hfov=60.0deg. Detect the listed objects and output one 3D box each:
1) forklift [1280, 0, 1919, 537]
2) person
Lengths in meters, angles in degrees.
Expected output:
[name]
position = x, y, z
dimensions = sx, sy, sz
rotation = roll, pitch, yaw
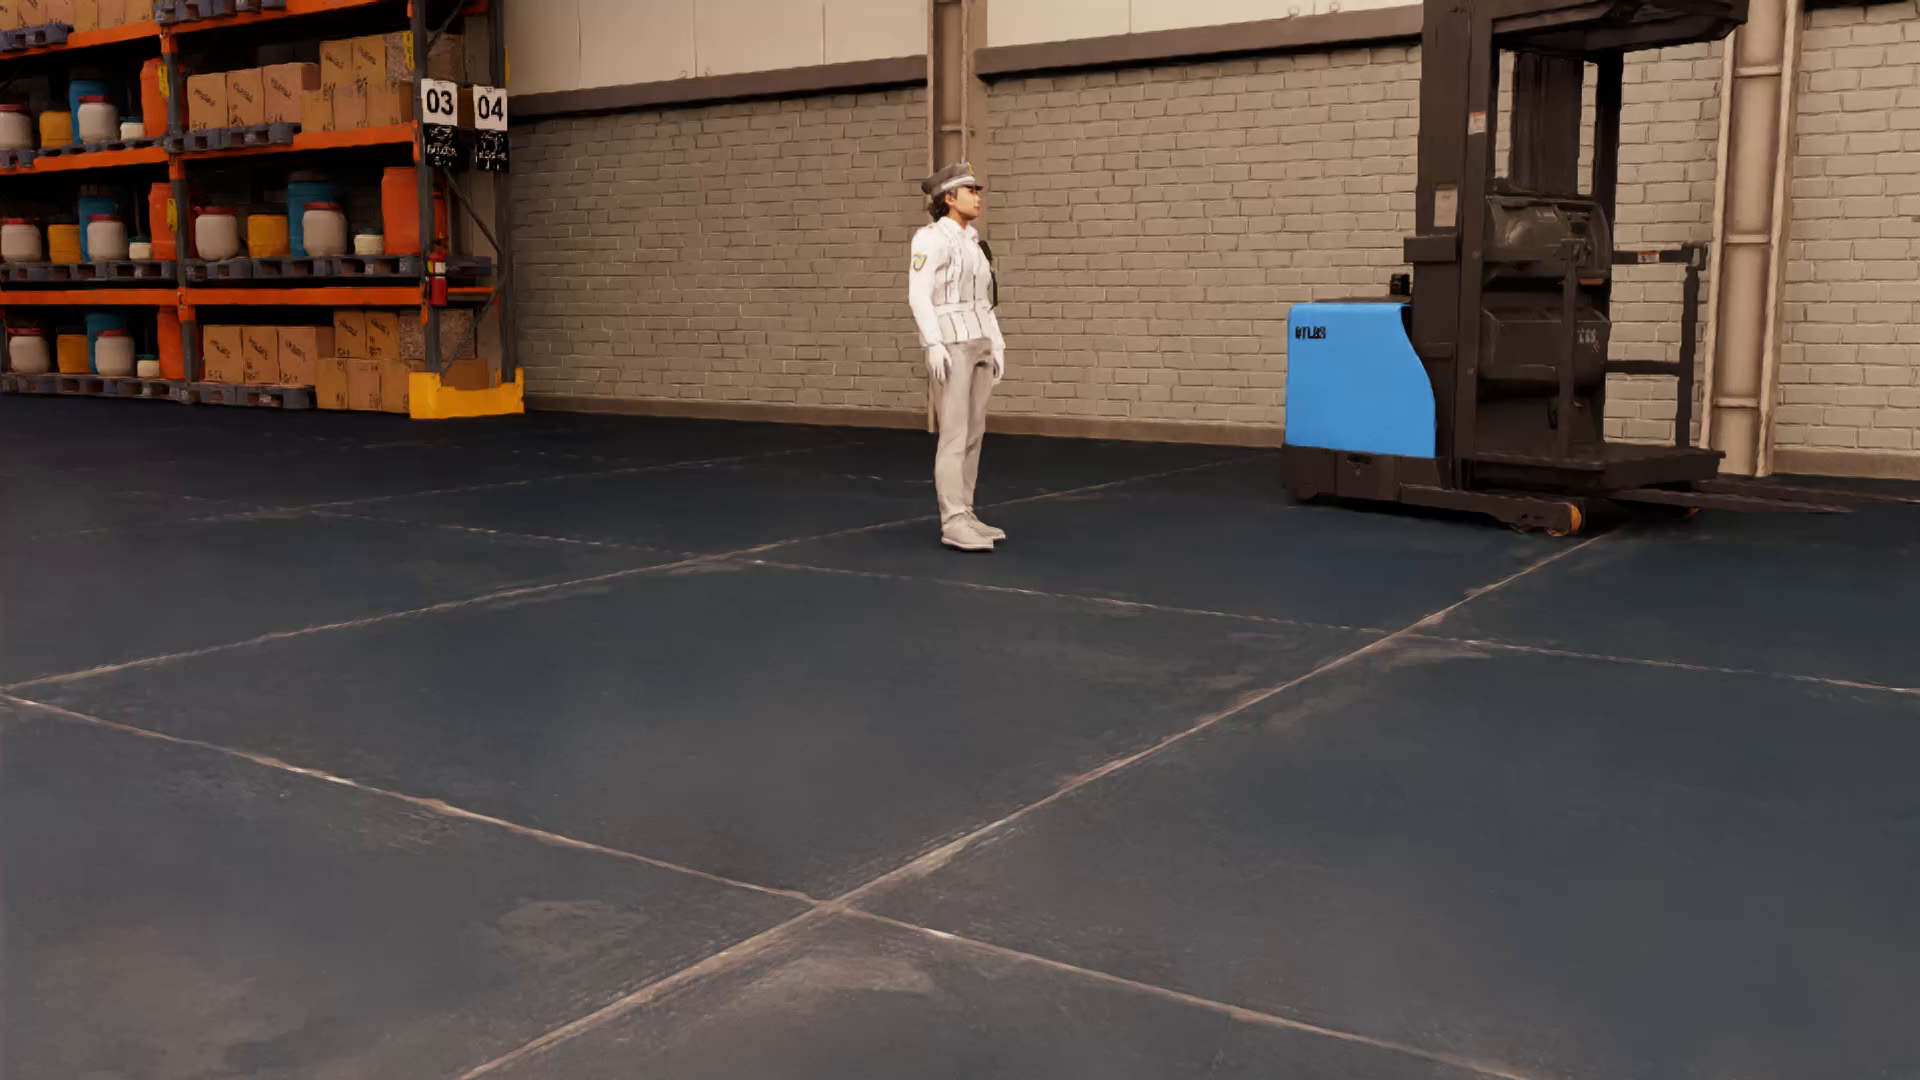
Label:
[forklift]
position = 3.032, -1.542, 8.037
dimensions = 1.130, 2.935, 3.031
rotation = -6, 10, -36
[person]
position = 0.052, -0.840, 7.440
dimensions = 0.532, 1.695, 0.586
rotation = 5, 10, 34
